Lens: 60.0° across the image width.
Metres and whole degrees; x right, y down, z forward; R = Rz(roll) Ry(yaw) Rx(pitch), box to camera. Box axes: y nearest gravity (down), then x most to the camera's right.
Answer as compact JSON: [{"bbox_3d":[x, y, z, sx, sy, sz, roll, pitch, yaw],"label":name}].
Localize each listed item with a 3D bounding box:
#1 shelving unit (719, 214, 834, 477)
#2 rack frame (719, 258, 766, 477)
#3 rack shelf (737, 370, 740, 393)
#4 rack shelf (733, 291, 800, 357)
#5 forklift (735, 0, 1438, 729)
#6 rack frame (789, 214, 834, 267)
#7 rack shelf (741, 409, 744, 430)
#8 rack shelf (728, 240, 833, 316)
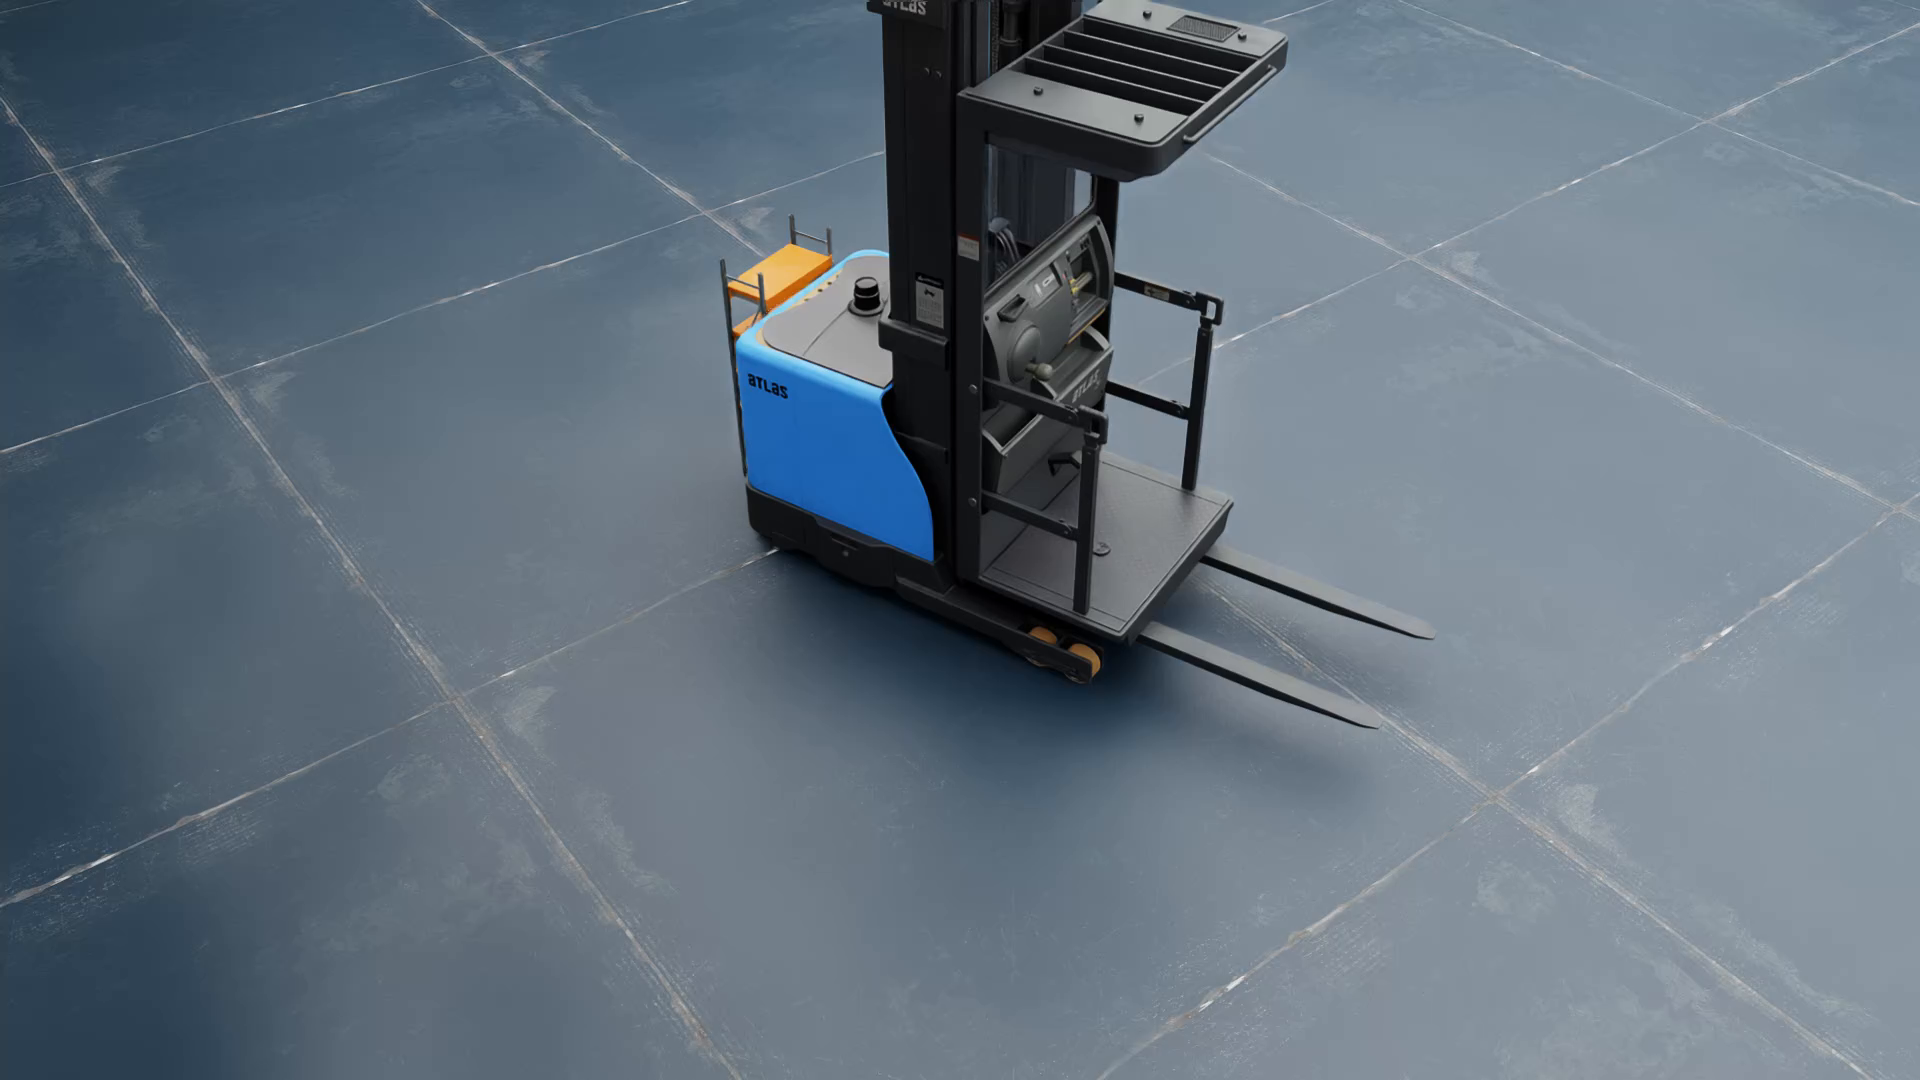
[{"bbox_3d":[-0.823,-0.870,7.863,0.258,1.200,0.503,23,45,26],"label":"shelving unit"},{"bbox_3d":[-0.961,-0.743,7.707,0.240,1.200,0.015,23,45,26],"label":"rack frame"},{"bbox_3d":[-0.823,-0.818,7.905,0.258,0.148,0.480,23,45,26],"label":"rack shelf"},{"bbox_3d":[-0.824,-0.992,7.764,0.258,0.148,0.480,23,45,26],"label":"rack shelf"},{"bbox_3d":[0.538,-0.916,6.556,3.031,2.935,1.130,22,44,25],"label":"forklift"},{"bbox_3d":[-0.685,-0.998,8.018,0.240,1.200,0.015,23,45,26],"label":"rack frame"},{"bbox_3d":[-0.821,-0.664,8.030,0.258,0.148,0.480,23,45,26],"label":"rack shelf"},{"bbox_3d":[-0.826,-1.175,7.615,0.258,0.148,0.480,23,45,26],"label":"rack shelf"}]
